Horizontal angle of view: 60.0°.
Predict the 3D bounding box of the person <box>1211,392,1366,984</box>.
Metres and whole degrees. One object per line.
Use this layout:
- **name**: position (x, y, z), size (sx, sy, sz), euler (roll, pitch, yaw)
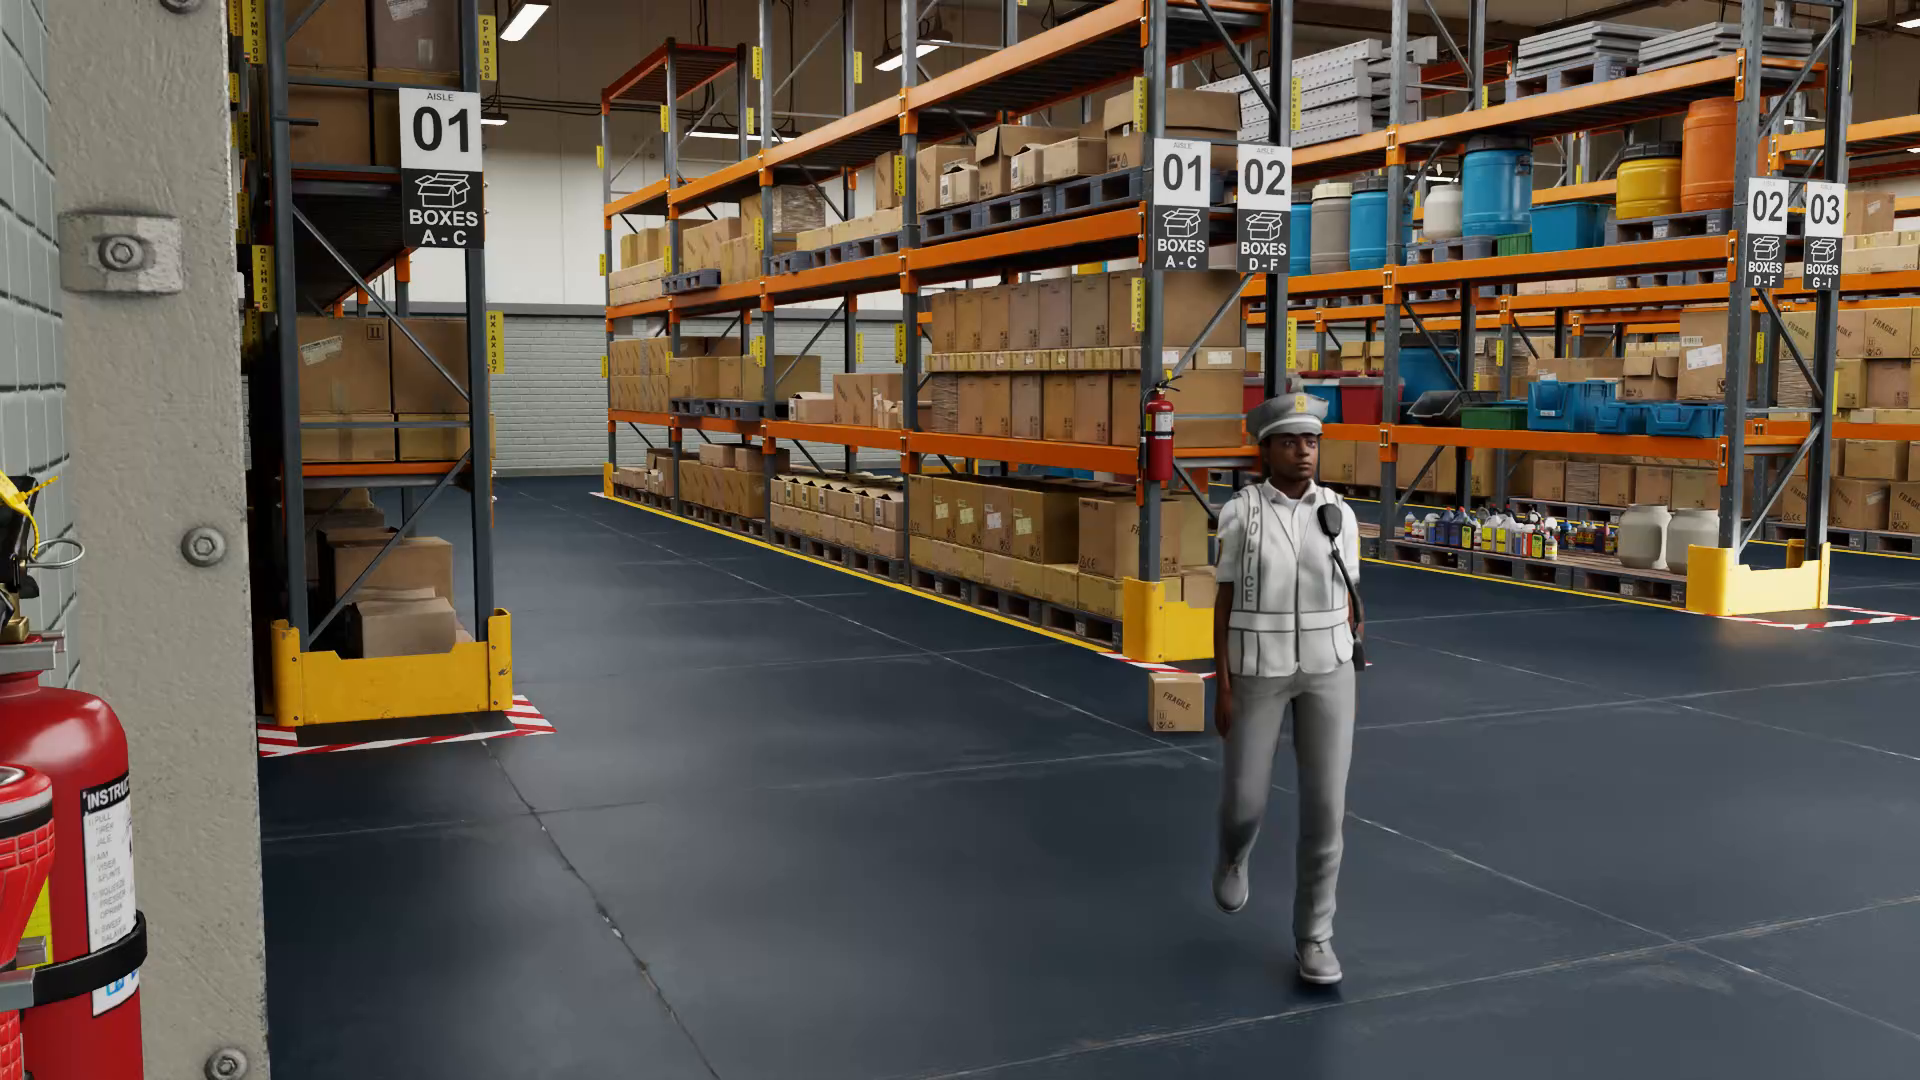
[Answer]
- **person**: position (0.974, 0.400, 4.947), size (0.451, 1.678, 0.667), euler (0, 6, 2)
